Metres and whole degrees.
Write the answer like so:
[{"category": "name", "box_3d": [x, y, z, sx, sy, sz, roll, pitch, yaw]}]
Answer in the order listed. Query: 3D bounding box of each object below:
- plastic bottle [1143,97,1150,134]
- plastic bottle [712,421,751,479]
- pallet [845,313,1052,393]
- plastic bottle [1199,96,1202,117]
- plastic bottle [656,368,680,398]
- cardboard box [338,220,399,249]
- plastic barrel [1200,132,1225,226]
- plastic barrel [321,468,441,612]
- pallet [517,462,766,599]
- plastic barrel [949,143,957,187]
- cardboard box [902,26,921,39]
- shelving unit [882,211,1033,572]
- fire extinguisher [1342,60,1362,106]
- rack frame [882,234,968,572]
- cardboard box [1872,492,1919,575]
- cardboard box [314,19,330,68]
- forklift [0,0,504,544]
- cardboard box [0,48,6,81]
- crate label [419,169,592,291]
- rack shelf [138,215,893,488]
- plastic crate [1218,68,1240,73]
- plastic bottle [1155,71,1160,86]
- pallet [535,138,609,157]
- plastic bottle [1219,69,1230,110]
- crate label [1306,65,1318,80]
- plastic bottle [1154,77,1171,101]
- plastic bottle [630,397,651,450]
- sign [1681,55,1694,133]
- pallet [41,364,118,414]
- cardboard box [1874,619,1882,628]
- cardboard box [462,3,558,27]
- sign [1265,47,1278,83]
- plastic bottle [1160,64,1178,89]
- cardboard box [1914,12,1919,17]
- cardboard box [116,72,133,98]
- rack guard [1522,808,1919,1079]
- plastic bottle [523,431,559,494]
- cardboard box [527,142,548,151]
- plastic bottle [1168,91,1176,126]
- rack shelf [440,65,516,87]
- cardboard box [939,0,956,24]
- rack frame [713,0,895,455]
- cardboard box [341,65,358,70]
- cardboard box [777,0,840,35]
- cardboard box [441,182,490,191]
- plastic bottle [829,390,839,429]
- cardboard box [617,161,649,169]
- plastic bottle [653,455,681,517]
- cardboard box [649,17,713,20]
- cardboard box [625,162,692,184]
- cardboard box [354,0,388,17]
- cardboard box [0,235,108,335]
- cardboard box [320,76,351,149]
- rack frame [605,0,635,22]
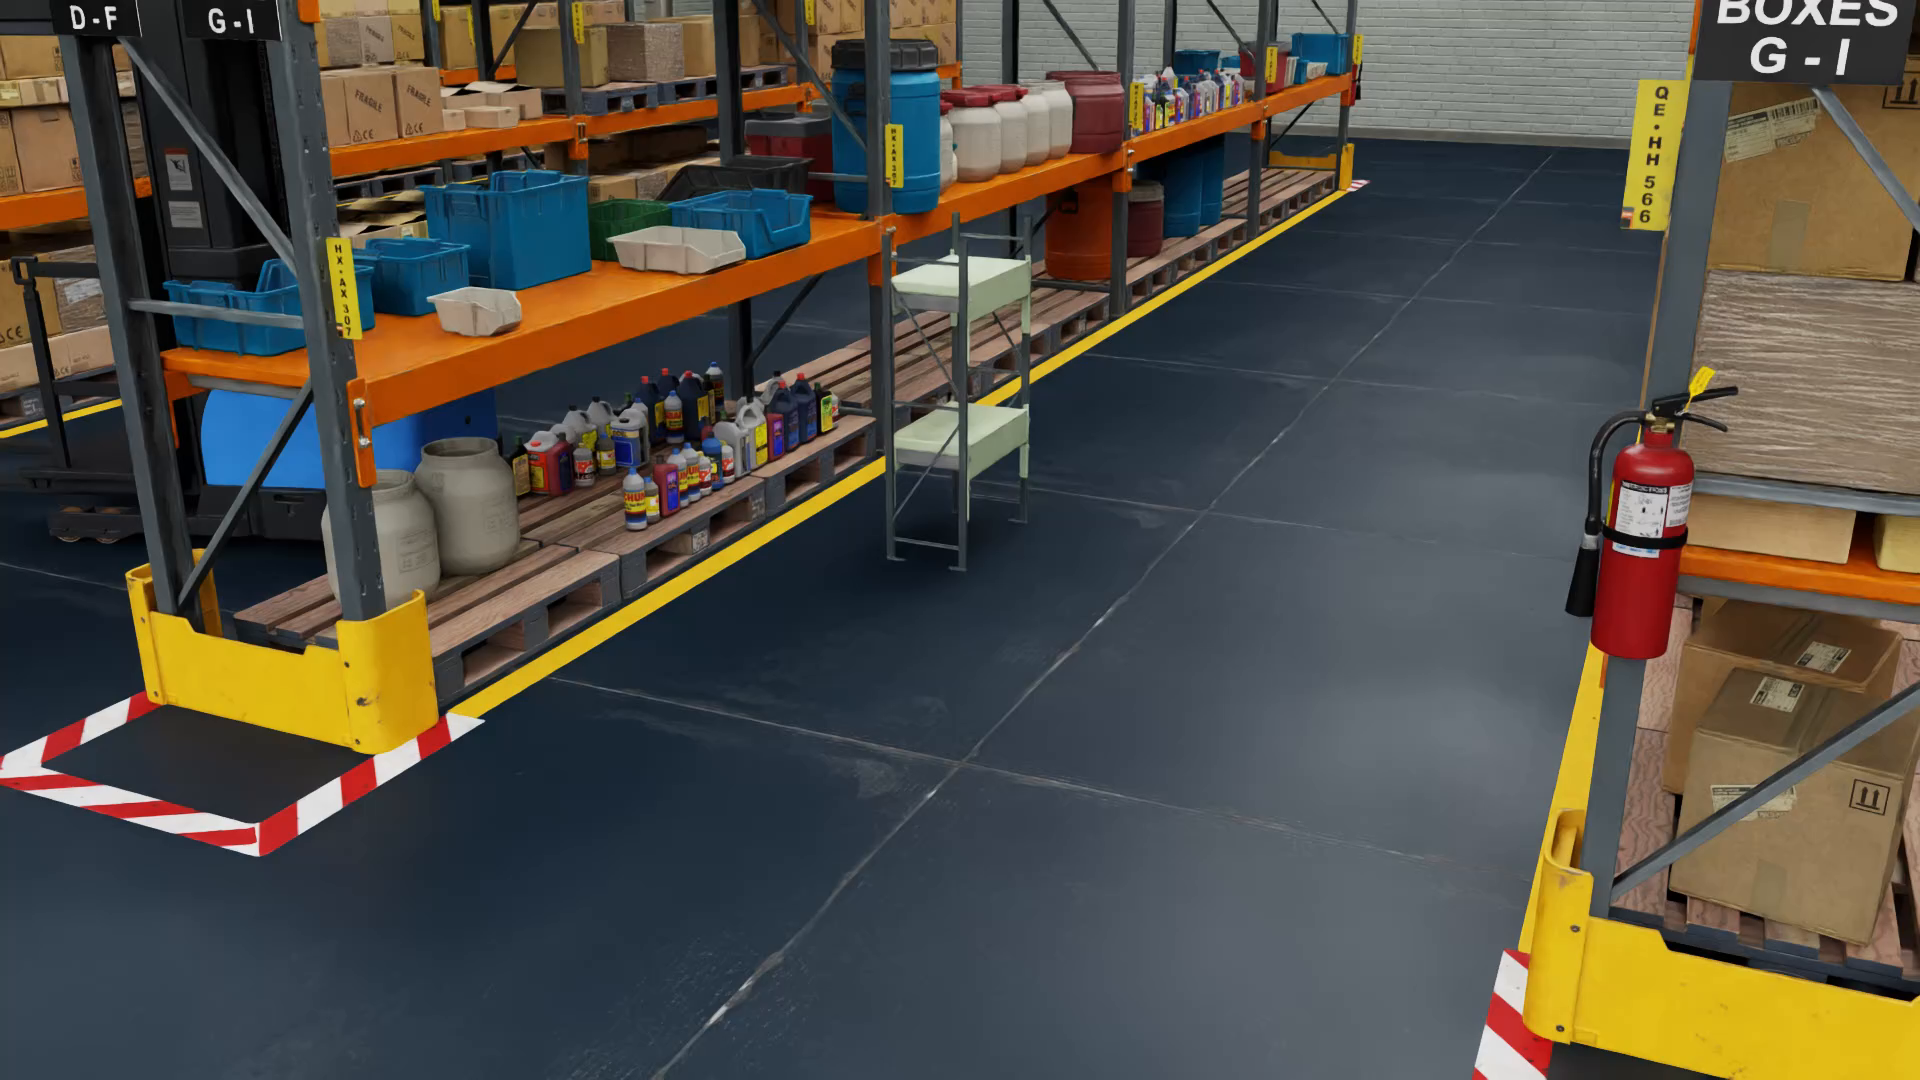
[{"category": "plastic bottle", "box_3d": [1.442, -3.328, 13.023, 0.061, 0.283, 0.133, 9, 21, 23]}, {"category": "plastic bottle", "box_3d": [-1.126, -0.459, 8.191, 0.152, 0.276, 0.135, 9, 21, 24]}, {"category": "pallet", "box_3d": [-0.060, -1.284, 11.263, 1.003, 0.211, 1.213, 9, 21, 23]}, {"category": "plastic bottle", "box_3d": [2.037, -3.748, 14.327, 0.097, 0.201, 0.097, 0, 20, 0]}, {"category": "plastic bottle", "box_3d": [-1.553, -0.747, 8.890, 0.144, 0.351, 0.185, 9, 22, 24]}, {"category": "cardboard box", "box_3d": [-4.544, -2.228, 12.397, 0.500, 0.311, 0.500, 8, 21, 21]}, {"category": "plastic barrel", "box_3d": [2.194, -3.469, 15.750, 0.600, 0.901, 0.708, 9, 21, 23]}, {"category": "plastic barrel", "box_3d": [-2.282, 0.008, 6.557, 0.421, 0.512, 0.421, 0, 20, 0]}, {"category": "pallet", "box_3d": [-1.655, -0.090, 7.907, 1.003, 0.211, 1.213, 9, 21, 23]}, {"category": "plastic barrel", "box_3d": [-0.162, -2.296, 10.155, 0.301, 0.262, 0.301, 0, 20, 0]}, {"category": "cardboard box", "box_3d": [-0.801, -5.889, 19.902, 0.500, 0.500, 0.500, 9, 21, 23]}, {"category": "shelving unit", "box_3d": [-0.003, -0.705, 7.712, 0.431, 1.500, 0.755, 9, 21, 23]}, {"category": "fire extinguisher", "box_3d": [4.546, -5.418, 19.398, 0.296, 0.674, 0.183, 9, 21, 23]}, {"category": "rack frame", "box_3d": [-0.153, -0.593, 7.397, 0.400, 1.500, 0.023, 9, 21, 23]}, {"category": "cardboard box", "box_3d": [2.371, -0.011, 3.899, 0.380, 0.149, 0.250, 9, 21, 23]}, {"category": "cardboard box", "box_3d": [-7.179, -5.341, 17.886, 0.500, 0.500, 0.500, 9, 22, 24]}, {"category": "forklift", "box_3d": [-3.909, -1.536, 7.913, 3.031, 2.935, 1.130, 2, 20, 6]}, {"category": "cardboard box", "box_3d": [-5.949, -2.873, 9.485, 0.700, 0.500, 0.500, 9, 21, 23]}, {"category": "crate label", "box_3d": [-1.975, -1.371, 7.296, 0.502, 0.435, 0.616, 9, 21, 23]}, {"category": "rack shelf", "box_3d": [-1.663, -1.027, 7.455, 1.077, 0.370, 4.000, 9, 21, 23]}, {"category": "plastic crate", "box_3d": [2.871, -4.901, 17.577, 0.293, 0.136, 0.466, 9, 21, 23]}, {"category": "plastic bottle", "box_3d": [1.838, -4.274, 15.684, 0.061, 0.283, 0.133, 9, 21, 23]}, {"category": "pallet", "box_3d": [-5.224, -5.436, 22.940, 1.003, 0.211, 1.213, 9, 21, 23]}, {"category": "plastic bottle", "box_3d": [2.354, -4.074, 15.022, 0.144, 0.351, 0.185, 9, 21, 23]}, {"category": "crate label", "box_3d": [3.678, -5.101, 18.139, 0.396, 0.136, 0.243, 9, 21, 23]}, {"category": "plastic bottle", "box_3d": [1.709, -3.717, 14.018, 0.144, 0.351, 0.185, 9, 21, 23]}, {"category": "plastic bottle", "box_3d": [-1.656, -0.602, 8.600, 0.097, 0.271, 0.097, 0, 20, 0]}, {"category": "sign", "box_3d": [3.167, -1.919, 7.159, 0.100, 0.325, 0.005, 9, 21, 23]}, {"category": "pallet", "box_3d": [-5.725, -1.107, 10.767, 1.003, 0.211, 1.213, 9, 21, 23]}, {"category": "cardboard box", "box_3d": [3.064, 0.175, 6.103, 0.500, 0.500, 0.500, 7, 21, 18]}, {"category": "cardboard box", "box_3d": [-5.776, -6.534, 21.417, 0.980, 0.700, 0.700, 7, 21, 20]}, {"category": "sign", "box_3d": [2.933, -4.478, 15.670, 0.100, 0.325, 0.005, 9, 21, 23]}, {"category": "plastic bottle", "box_3d": [1.976, -4.325, 15.726, 0.144, 0.351, 0.185, 9, 21, 23]}, {"category": "cardboard box", "box_3d": [3.538, -1.628, 5.985, 0.500, 0.500, 0.500, 9, 21, 23]}, {"category": "cardboard box", "box_3d": [-5.380, -2.823, 10.314, 0.380, 0.149, 0.250, 8, 21, 22]}, {"category": "rack guard", "box_3d": [2.068, 1.079, 4.188, 1.175, 0.500, 0.348, 9, 21, 23]}, {"category": "plastic bottle", "box_3d": [-2.002, -0.374, 7.952, 0.152, 0.276, 0.135, 9, 21, 23]}, {"category": "cardboard box", "box_3d": [-5.786, -5.327, 21.575, 0.700, 0.500, 0.500, 9, 22, 24]}, {"category": "plastic bottle", "box_3d": [1.717, -3.542, 13.644, 0.097, 0.271, 0.097, 0, 20, 0]}, {"category": "rack shelf", "box_3d": [-5.787, -6.055, 21.592, 1.077, 0.370, 4.000, 9, 21, 23]}, {"category": "cardboard box", "box_3d": [-0.379, -6.671, 20.610, 0.500, 0.500, 0.500, 8, 21, 22]}, {"category": "rack frame", "box_3d": [-0.844, -1.978, 9.053, 1.000, 3.000, 0.127, 9, 21, 23]}, {"category": "cardboard box", "box_3d": [-6.931, -5.224, 18.526, 0.380, 0.149, 0.250, 9, 21, 23]}, {"category": "cardboard box", "box_3d": [-1.636, -5.728, 17.956, 0.500, 0.500, 0.500, 9, 22, 24]}, {"category": "cardboard box", "box_3d": [-4.206, -2.928, 14.366, 0.500, 0.311, 0.500, 9, 22, 25]}, {"category": "plastic bottle", "box_3d": [-0.708, -0.713, 9.016, 0.097, 0.201, 0.097, 0, 20, 0]}, {"category": "cardboard box", "box_3d": [-3.342, -3.387, 16.090, 0.500, 0.500, 0.500, 8, 21, 21]}, {"category": "plastic bottle", "box_3d": [-1.346, -0.261, 7.622, 0.061, 0.283, 0.133, 9, 21, 24]}, {"category": "cardboard box", "box_3d": [-2.707, -5.016, 16.821, 0.700, 0.500, 0.500, 12, 23, 31]}, {"category": "cardboard box", "box_3d": [-2.857, -3.324, 15.913, 0.500, 0.500, 0.500, 8, 21, 22]}, {"category": "cardboard box", "box_3d": [-6.782, -6.000, 18.621, 0.500, 0.250, 0.500, 9, 21, 24]}, {"category": "cardboard box", "box_3d": [-5.567, -1.591, 10.324, 0.500, 0.500, 0.500, 9, 21, 23]}, {"category": "cardboard box", "box_3d": [-4.816, -3.099, 12.058, 0.500, 0.500, 0.500, 10, 22, 27]}, {"category": "rack frame", "box_3d": [-4.968, -7.005, 23.191, 1.000, 3.000, 0.127, 9, 21, 23]}]
